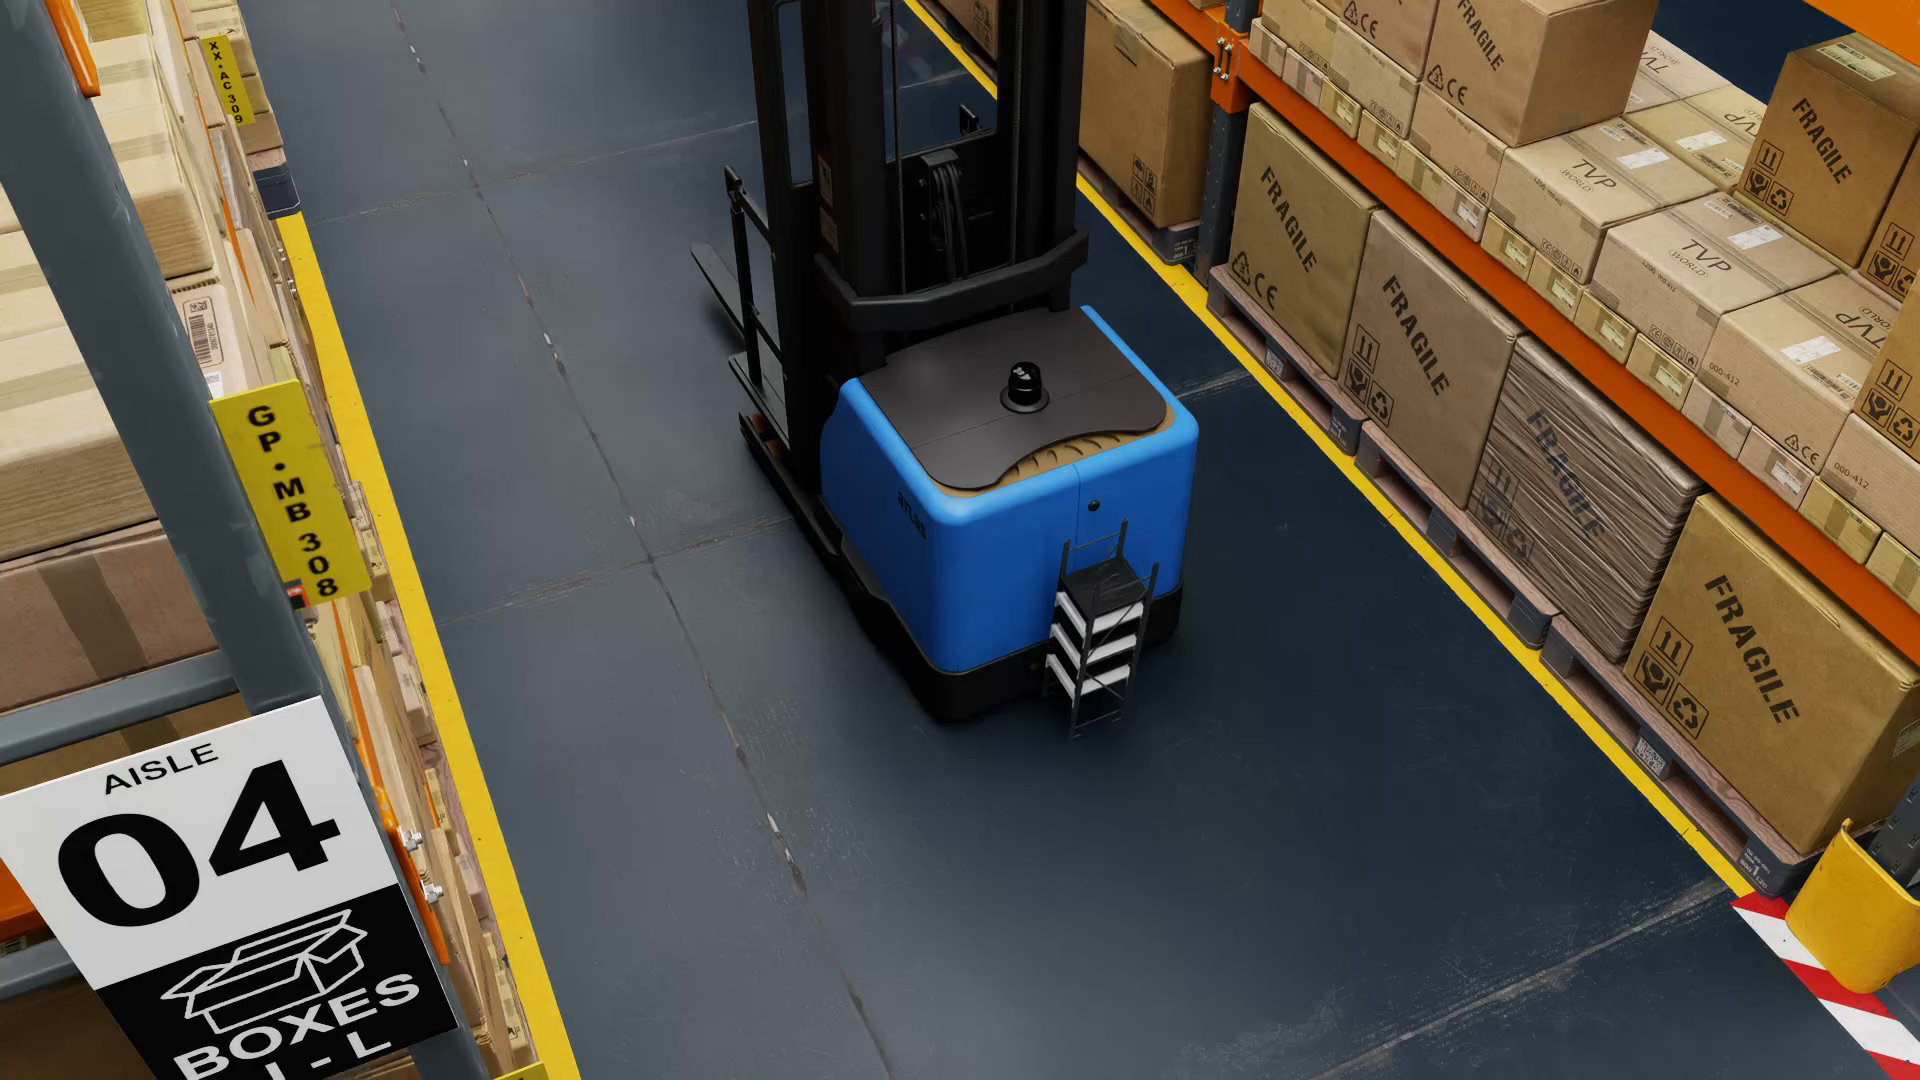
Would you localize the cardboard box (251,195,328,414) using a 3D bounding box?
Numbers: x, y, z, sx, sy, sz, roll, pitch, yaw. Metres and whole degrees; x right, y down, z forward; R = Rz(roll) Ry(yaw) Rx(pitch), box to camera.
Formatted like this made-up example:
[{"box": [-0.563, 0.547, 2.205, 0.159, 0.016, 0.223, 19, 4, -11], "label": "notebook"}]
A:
[{"box": [-2.259, -0.639, 4.979, 0.500, 0.500, 0.500, -19, 48, -18], "label": "cardboard box"}]

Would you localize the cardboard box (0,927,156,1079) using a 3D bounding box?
[{"box": [-1.673, 0.780, 2.829, 0.500, 0.500, 0.500, -19, 48, -18], "label": "cardboard box"}]

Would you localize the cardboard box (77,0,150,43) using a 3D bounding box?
[{"box": [-1.653, -0.959, 2.918, 0.380, 0.149, 0.250, -17, 47, -16], "label": "cardboard box"}]

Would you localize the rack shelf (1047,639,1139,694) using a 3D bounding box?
[{"box": [0.467, 0.405, 5.860, 0.258, 0.077, 0.200, -19, 54, -19], "label": "rack shelf"}]

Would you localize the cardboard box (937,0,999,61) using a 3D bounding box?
[{"box": [0.563, -3.380, 9.254, 1.225, 0.875, 0.875, -18, 47, -17], "label": "cardboard box"}]

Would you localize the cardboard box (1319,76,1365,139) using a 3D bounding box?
[{"box": [1.651, -1.743, 6.560, 0.380, 0.149, 0.250, -17, 47, -16], "label": "cardboard box"}]

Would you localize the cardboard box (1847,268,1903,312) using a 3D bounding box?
[{"box": [3.107, -0.673, 5.191, 0.500, 0.250, 0.500, -19, 48, -18], "label": "cardboard box"}]

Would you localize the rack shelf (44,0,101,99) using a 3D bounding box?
[{"box": [-2.095, -1.658, 2.537, 1.077, 0.370, 4.000, -18, 47, -17], "label": "rack shelf"}]

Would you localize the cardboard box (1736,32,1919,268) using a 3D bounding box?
[{"box": [2.898, -1.257, 5.250, 0.500, 0.500, 0.500, -19, 48, -18], "label": "cardboard box"}]

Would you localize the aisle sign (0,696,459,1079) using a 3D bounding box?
[{"box": [-0.952, 0.528, 2.229, 0.394, 0.787, 0.004, -18, 47, -17], "label": "aisle sign"}]

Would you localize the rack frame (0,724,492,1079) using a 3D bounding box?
[{"box": [-1.255, 1.495, 3.099, 1.000, 3.000, 0.127, -18, 47, -17], "label": "rack frame"}]

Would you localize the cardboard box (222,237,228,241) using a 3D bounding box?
[{"box": [-1.657, -0.542, 3.135, 0.500, 0.250, 0.500, -19, 48, -19], "label": "cardboard box"}]

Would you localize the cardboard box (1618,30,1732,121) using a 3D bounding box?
[{"box": [2.465, -1.649, 6.180, 0.500, 0.250, 0.500, -17, 47, -17], "label": "cardboard box"}]

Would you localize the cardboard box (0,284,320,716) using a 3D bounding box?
[{"box": [-1.208, -0.060, 2.290, 0.500, 0.250, 0.500, -17, 47, -17], "label": "cardboard box"}]

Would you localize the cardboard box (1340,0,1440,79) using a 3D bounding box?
[{"box": [1.776, -2.077, 6.080, 0.500, 0.500, 0.500, -18, 47, -17], "label": "cardboard box"}]

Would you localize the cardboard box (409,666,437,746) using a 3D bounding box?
[{"box": [-2.027, 0.620, 5.716, 0.380, 0.149, 0.250, -18, 47, -17], "label": "cardboard box"}]

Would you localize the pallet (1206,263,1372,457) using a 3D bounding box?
[{"box": [1.855, -0.954, 7.567, 1.003, 0.211, 1.213, -18, 47, -17], "label": "pallet"}]

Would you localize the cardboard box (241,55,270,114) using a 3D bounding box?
[{"box": [-2.685, -1.607, 5.911, 0.380, 0.149, 0.250, -17, 47, -17], "label": "cardboard box"}]

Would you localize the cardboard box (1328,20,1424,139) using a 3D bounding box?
[{"box": [1.771, -1.812, 6.345, 0.500, 0.250, 0.500, -18, 47, -18], "label": "cardboard box"}]

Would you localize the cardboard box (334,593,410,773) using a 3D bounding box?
[{"box": [-1.420, 0.314, 3.302, 0.500, 0.500, 0.500, -17, 47, -16], "label": "cardboard box"}]

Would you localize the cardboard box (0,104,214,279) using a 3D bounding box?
[{"box": [-1.323, -0.475, 2.427, 0.380, 0.149, 0.250, -18, 47, -17], "label": "cardboard box"}]

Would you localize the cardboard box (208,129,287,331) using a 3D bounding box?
[{"box": [-2.069, -0.673, 4.302, 0.500, 0.500, 0.500, -17, 47, -16], "label": "cardboard box"}]

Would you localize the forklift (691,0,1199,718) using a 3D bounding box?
[{"box": [-0.286, -1.438, 6.120, 1.130, 2.935, 3.031, -20, 48, -19], "label": "forklift"}]

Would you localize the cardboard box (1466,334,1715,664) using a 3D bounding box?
[{"box": [2.564, -0.262, 6.094, 0.875, 0.875, 0.875, -18, 47, -17], "label": "cardboard box"}]

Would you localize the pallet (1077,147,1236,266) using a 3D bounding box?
[{"box": [1.213, -1.931, 8.557, 1.003, 0.211, 1.213, -18, 47, -17], "label": "pallet"}]

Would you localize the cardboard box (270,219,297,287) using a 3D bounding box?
[{"box": [-3.230, -1.199, 7.311, 0.500, 0.500, 0.500, -16, 47, -16], "label": "cardboard box"}]

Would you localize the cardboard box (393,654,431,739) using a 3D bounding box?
[{"box": [-1.936, 0.559, 5.355, 0.380, 0.149, 0.250, -20, 48, -19], "label": "cardboard box"}]

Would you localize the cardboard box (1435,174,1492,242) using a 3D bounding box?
[{"box": [1.974, -1.252, 6.062, 0.380, 0.149, 0.250, -18, 47, -17], "label": "cardboard box"}]

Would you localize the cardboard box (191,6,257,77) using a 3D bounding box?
[{"box": [-2.685, -1.713, 5.806, 0.380, 0.149, 0.250, -16, 47, -15], "label": "cardboard box"}]

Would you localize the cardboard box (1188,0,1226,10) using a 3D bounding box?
[{"box": [1.162, -2.707, 7.287, 0.500, 0.500, 0.500, -18, 47, -17], "label": "cardboard box"}]

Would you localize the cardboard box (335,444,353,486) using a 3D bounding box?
[{"box": [-2.516, -0.188, 6.323, 0.380, 0.149, 0.250, -17, 47, -17], "label": "cardboard box"}]

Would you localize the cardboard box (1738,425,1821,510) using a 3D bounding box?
[{"box": [2.624, -0.272, 5.069, 0.380, 0.149, 0.250, -18, 47, -17], "label": "cardboard box"}]

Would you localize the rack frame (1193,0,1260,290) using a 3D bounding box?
[{"box": [1.606, -2.454, 7.102, 1.000, 3.000, 0.127, -18, 47, -17], "label": "rack frame"}]

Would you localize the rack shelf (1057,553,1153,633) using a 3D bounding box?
[{"box": [0.485, 0.175, 5.583, 0.258, 0.077, 0.200, -19, 54, -19], "label": "rack shelf"}]

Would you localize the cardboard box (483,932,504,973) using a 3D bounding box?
[{"box": [-1.498, 1.328, 4.787, 0.380, 0.149, 0.250, -17, 47, -16], "label": "cardboard box"}]

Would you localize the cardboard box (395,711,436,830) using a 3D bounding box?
[{"box": [-1.441, 0.652, 3.670, 0.500, 0.500, 0.500, -18, 47, -17], "label": "cardboard box"}]

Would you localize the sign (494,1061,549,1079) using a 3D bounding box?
[{"box": [-0.762, 1.027, 2.957, 0.100, 0.325, 0.005, -18, 47, -17], "label": "sign"}]

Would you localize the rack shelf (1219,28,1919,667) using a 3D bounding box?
[{"box": [2.447, -0.924, 6.063, 1.077, 0.370, 4.000, -18, 47, -17], "label": "rack shelf"}]

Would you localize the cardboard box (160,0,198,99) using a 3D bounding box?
[{"box": [-1.839, -1.033, 3.277, 0.500, 0.250, 0.500, -20, 48, -19], "label": "cardboard box"}]

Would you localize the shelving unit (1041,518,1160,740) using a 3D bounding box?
[{"box": [0.473, 0.327, 5.765, 0.258, 0.900, 0.210, -19, 54, -19], "label": "shelving unit"}]

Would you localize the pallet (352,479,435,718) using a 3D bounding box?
[{"box": [-2.622, 0.356, 6.239, 1.003, 0.211, 1.213, -18, 47, -17], "label": "pallet"}]

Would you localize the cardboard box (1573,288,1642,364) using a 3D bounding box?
[{"box": [2.299, -0.761, 5.564, 0.380, 0.149, 0.250, -18, 47, -17], "label": "cardboard box"}]

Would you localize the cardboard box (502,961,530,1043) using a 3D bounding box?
[{"box": [-1.487, 1.438, 4.888, 0.380, 0.149, 0.250, -17, 47, -17], "label": "cardboard box"}]

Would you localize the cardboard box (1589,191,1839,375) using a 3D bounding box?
[{"box": [2.417, -0.836, 5.356, 0.500, 0.250, 0.500, -20, 48, -19], "label": "cardboard box"}]

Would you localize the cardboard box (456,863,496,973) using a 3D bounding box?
[{"box": [-1.302, 0.944, 3.836, 0.380, 0.149, 0.250, -19, 48, -19], "label": "cardboard box"}]
